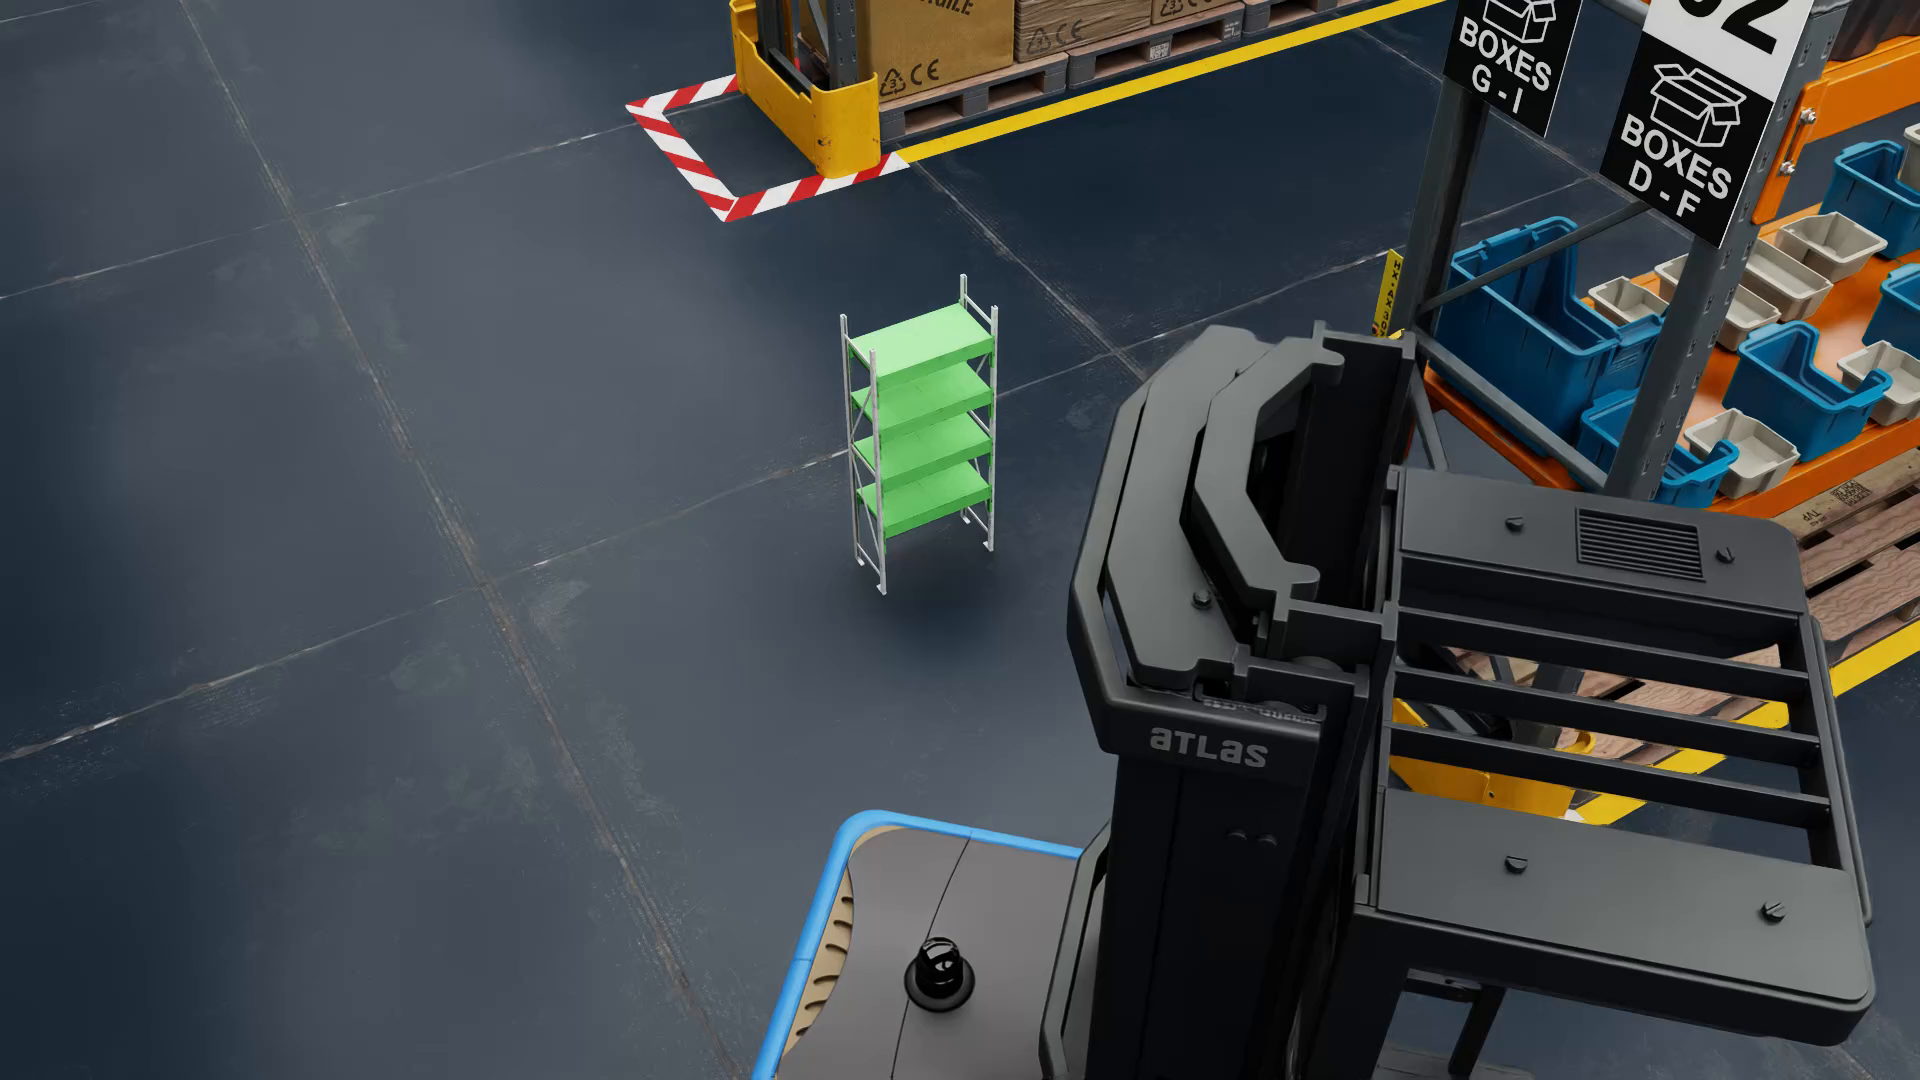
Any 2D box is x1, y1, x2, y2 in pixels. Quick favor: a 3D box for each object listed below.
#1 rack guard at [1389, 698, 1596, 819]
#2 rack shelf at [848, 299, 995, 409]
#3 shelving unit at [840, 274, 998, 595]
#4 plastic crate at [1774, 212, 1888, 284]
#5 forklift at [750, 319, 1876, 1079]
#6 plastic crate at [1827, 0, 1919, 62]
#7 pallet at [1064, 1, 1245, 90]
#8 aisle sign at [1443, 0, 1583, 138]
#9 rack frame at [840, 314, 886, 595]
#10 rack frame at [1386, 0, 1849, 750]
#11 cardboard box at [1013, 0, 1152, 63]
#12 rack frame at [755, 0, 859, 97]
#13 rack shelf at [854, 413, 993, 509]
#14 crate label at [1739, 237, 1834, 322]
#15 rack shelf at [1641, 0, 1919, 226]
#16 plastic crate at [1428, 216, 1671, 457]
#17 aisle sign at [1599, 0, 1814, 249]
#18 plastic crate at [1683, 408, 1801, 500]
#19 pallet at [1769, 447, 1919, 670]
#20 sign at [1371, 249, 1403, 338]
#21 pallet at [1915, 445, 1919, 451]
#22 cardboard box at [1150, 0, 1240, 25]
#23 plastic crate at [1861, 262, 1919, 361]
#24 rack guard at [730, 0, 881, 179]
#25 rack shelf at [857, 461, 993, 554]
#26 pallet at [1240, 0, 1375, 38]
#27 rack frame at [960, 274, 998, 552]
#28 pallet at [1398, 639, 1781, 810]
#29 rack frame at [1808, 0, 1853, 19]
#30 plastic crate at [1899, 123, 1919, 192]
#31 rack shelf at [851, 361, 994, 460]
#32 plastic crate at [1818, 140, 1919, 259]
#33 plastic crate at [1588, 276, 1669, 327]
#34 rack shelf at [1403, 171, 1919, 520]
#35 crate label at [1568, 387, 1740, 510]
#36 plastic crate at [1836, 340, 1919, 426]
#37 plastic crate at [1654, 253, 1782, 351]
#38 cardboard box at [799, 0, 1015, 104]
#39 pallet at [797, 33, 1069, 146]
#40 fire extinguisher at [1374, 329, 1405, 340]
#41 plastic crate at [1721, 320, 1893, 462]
[{"bbox_3d":[1.638,0.536,5.838,0.348,0.500,1.175,-22,48,-21],"label":"rack guard"},{"bbox_3d":[-0.144,-0.672,5.983,0.480,0.148,0.258,-22,48,-21],"label":"rack shelf"},{"bbox_3d":[-0.144,-0.373,6.273,0.503,1.200,0.258,-22,48,-21],"label":"shelving unit"},{"bbox_3d":[3.004,-1.013,5.786,0.250,0.136,0.298,-22,48,-21],"label":"plastic crate"},{"bbox_3d":[1.036,0.996,3.619,3.031,2.935,1.130,9,45,10],"label":"forklift"},{"bbox_3d":[2.125,-1.372,3.949,0.590,0.269,0.497,-22,48,-21],"label":"plastic crate"},{"bbox_3d":[0.895,-3.112,9.805,1.213,0.211,1.003,-22,48,-21],"label":"pallet"},{"bbox_3d":[1.444,-1.462,4.236,0.004,0.787,0.394,-22,48,-21],"label":"aisle sign"},{"bbox_3d":[-0.355,-0.288,6.186,0.015,1.200,0.240,-22,48,-21],"label":"rack frame"},{"bbox_3d":[1.652,-0.377,4.984,0.127,3.000,1.000,-22,48,-21],"label":"rack frame"},{"bbox_3d":[0.489,-3.342,9.264,0.875,0.875,0.875,-22,48,-21],"label":"cardboard box"},{"bbox_3d":[-0.815,-3.368,8.066,0.127,3.000,1.000,-22,48,-21],"label":"rack frame"},{"bbox_3d":[-0.144,-0.327,6.317,0.480,0.148,0.258,-22,48,-21],"label":"rack shelf"},{"bbox_3d":[2.757,-0.899,5.669,0.243,0.136,0.396,-22,48,-21],"label":"crate label"},{"bbox_3d":[3.386,-1.889,4.905,4.000,0.370,1.077,-22,48,-21],"label":"rack shelf"},{"bbox_3d":[1.849,-0.640,5.187,0.499,0.435,0.616,-22,48,-21],"label":"plastic crate"},{"bbox_3d":[1.738,-1.105,3.868,0.004,0.787,0.394,-22,48,-21],"label":"aisle sign"},{"bbox_3d":[2.349,-0.252,5.002,0.298,0.136,0.250,-22,48,-21],"label":"plastic crate"},{"bbox_3d":[3.443,-0.059,6.659,1.213,0.211,1.003,-22,48,-21],"label":"pallet"},{"bbox_3d":[1.364,-0.762,5.264,0.005,0.325,0.100,-22,48,-21],"label":"sign"},{"bbox_3d":[4.502,-0.485,7.099,1.213,0.211,1.003,-22,48,-21],"label":"pallet"},{"bbox_3d":[1.260,-3.651,9.582,0.875,0.875,0.875,-22,48,-21],"label":"cardboard box"},{"bbox_3d":[3.172,-0.682,5.376,0.300,0.233,0.416,-22,48,-21],"label":"plastic crate"},{"bbox_3d":[-0.836,-2.462,8.928,0.348,0.500,1.175,-22,48,-21],"label":"rack guard"},{"bbox_3d":[-0.144,-0.155,6.485,0.480,0.148,0.258,-22,48,-21],"label":"rack shelf"},{"bbox_3d":[1.955,-3.538,10.244,1.213,0.211,1.003,-22,48,-21],"label":"pallet"},{"bbox_3d":[0.068,-0.458,6.360,0.015,1.200,0.240,-22,48,-21],"label":"rack frame"},{"bbox_3d":[2.386,0.361,6.226,1.213,0.211,1.003,-22,48,-21],"label":"pallet"},{"bbox_3d":[1.652,-2.530,2.895,0.127,3.000,1.000,-22,48,-21],"label":"rack frame"},{"bbox_3d":[3.705,-1.325,6.004,0.530,0.282,0.437,-22,48,-21],"label":"plastic crate"},{"bbox_3d":[-0.144,-0.500,6.150,0.480,0.148,0.258,-22,48,-21],"label":"rack shelf"},{"bbox_3d":[3.305,-1.206,5.916,0.300,0.233,0.416,-22,48,-21],"label":"plastic crate"},{"bbox_3d":[2.269,-0.696,5.460,0.243,0.136,0.396,-22,48,-21],"label":"plastic crate"},{"bbox_3d":[3.386,-0.812,5.950,4.000,0.370,1.077,-22,48,-21],"label":"rack shelf"},{"bbox_3d":[2.030,-0.225,4.905,0.303,0.233,0.416,-22,48,-21],"label":"crate label"},{"bbox_3d":[2.938,-0.487,5.244,0.298,0.136,0.250,-22,48,-21],"label":"plastic crate"},{"bbox_3d":[2.527,-0.788,5.554,0.243,0.136,0.396,-22,48,-21],"label":"plastic crate"},{"bbox_3d":[-0.300,-3.026,8.939,0.875,0.875,0.875,-22,48,-21],"label":"cardboard box"},{"bbox_3d":[-0.161,-2.692,9.372,1.213,0.211,1.003,-22,48,-21],"label":"pallet"},{"bbox_3d":[1.295,-0.437,5.370,0.183,0.674,0.296,-22,48,-21],"label":"fire extinguisher"},{"bbox_3d":[2.601,-0.453,5.141,0.300,0.233,0.416,-22,48,-21],"label":"plastic crate"}]
